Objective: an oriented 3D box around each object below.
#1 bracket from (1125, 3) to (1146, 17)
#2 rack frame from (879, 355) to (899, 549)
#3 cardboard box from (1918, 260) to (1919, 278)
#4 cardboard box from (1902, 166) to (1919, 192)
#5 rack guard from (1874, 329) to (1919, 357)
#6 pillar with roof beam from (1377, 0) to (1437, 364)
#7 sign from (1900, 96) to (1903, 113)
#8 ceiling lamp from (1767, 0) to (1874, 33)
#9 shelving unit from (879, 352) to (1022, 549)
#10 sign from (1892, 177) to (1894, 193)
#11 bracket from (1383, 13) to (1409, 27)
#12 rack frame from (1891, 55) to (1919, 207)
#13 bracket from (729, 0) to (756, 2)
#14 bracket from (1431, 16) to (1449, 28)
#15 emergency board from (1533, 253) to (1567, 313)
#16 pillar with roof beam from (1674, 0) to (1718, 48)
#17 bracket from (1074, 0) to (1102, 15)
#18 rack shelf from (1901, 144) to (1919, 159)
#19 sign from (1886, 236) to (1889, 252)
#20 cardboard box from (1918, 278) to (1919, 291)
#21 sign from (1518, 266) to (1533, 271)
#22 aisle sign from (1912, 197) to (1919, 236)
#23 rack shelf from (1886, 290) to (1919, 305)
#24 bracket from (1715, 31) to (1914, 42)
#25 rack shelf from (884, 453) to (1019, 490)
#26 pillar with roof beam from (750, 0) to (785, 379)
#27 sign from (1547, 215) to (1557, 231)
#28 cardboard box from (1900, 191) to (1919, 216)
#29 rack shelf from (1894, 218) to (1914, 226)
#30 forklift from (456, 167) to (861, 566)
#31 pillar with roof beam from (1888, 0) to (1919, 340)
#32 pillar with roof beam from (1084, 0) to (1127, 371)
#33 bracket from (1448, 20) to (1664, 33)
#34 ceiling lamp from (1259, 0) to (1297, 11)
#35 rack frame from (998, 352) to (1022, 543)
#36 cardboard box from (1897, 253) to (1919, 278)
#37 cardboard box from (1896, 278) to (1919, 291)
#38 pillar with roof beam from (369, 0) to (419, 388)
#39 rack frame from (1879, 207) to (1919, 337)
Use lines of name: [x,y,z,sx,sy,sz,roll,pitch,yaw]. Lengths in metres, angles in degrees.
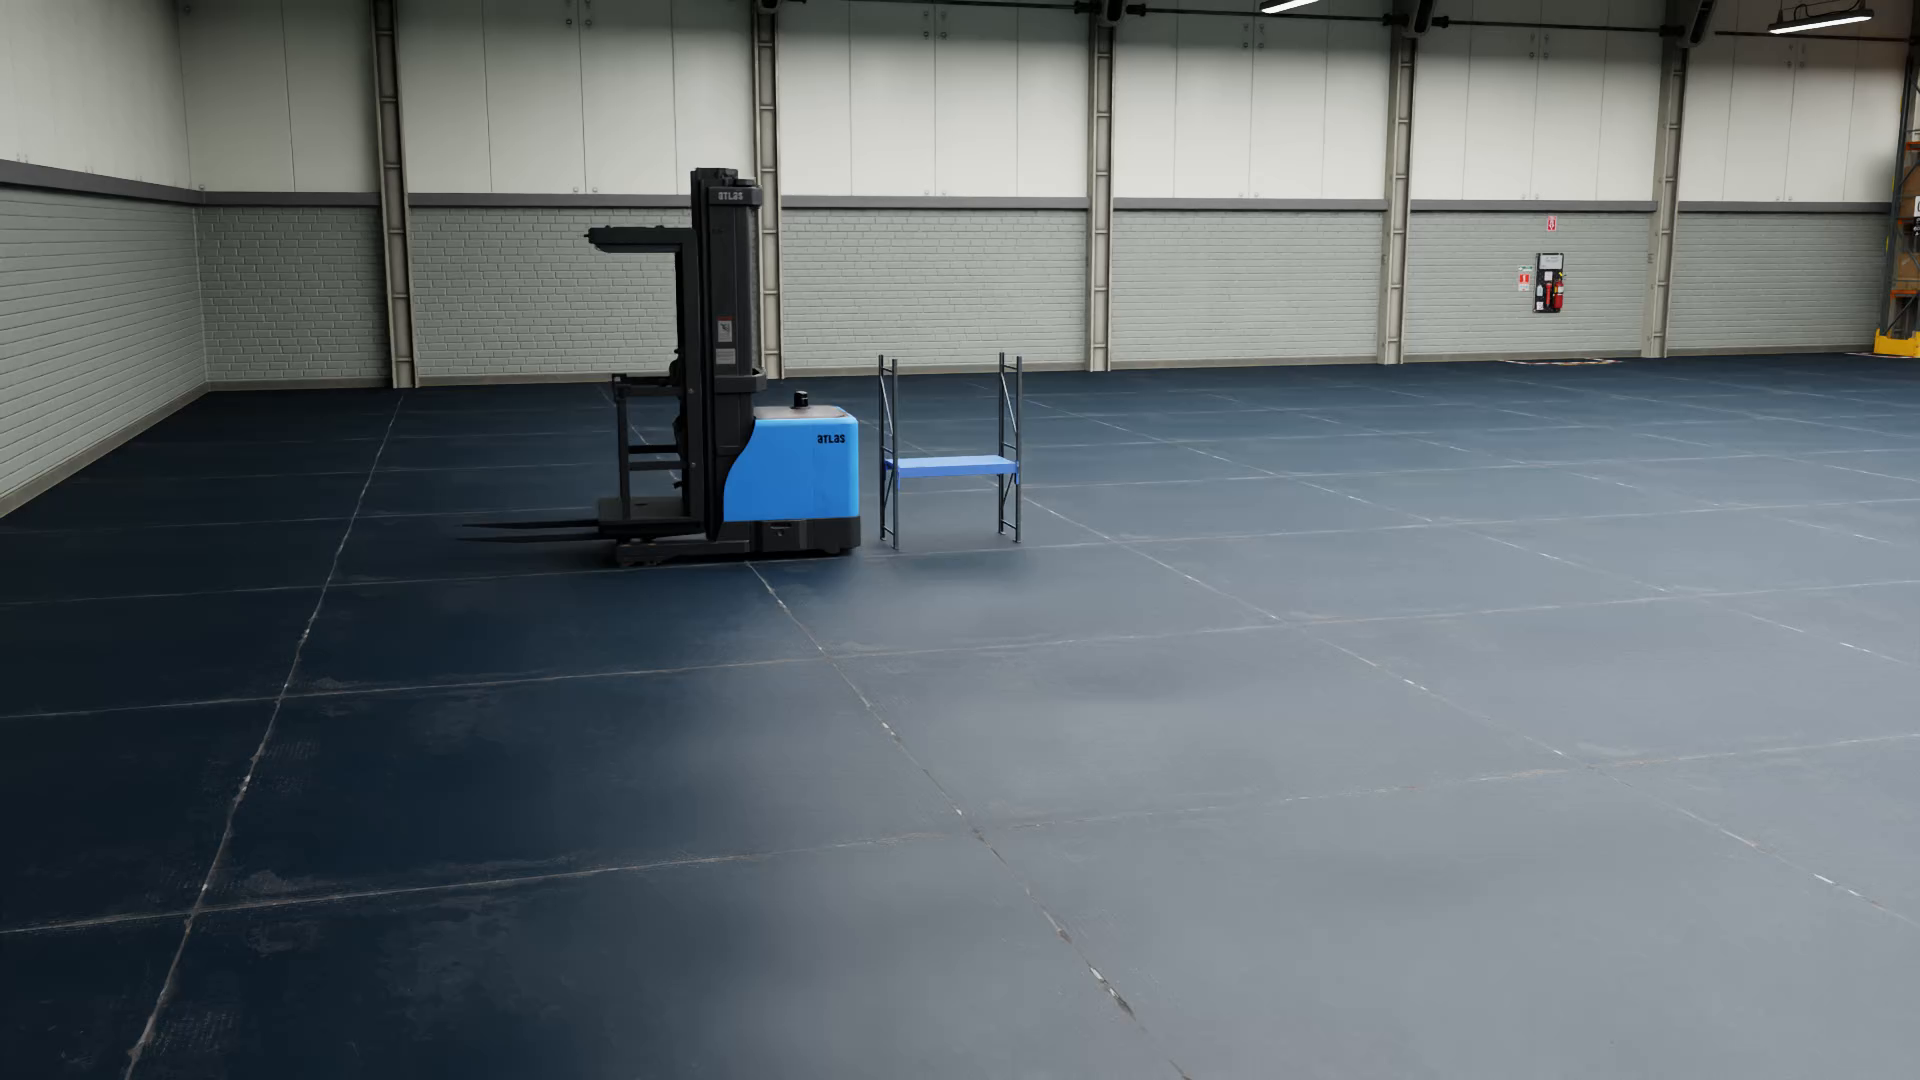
bracket: [3.006,-9.250,28.997,0.430,0.232,0.235,-3,11,-16]
rack frame: [-0.570,-0.708,13.247,0.032,1.500,0.500,-3,11,-16]
cardboard box: [19.903,-5.572,33.818,0.500,0.500,0.500,-3,11,-16]
cardboard box: [19.702,-7.389,34.019,0.500,0.500,0.500,-3,11,-13]
rack guard: [19.434,-4.070,34.273,0.348,0.500,1.175,-3,11,-16]
pillar with roof beam: [9.473,-7.076,27.129,0.548,9.000,9.100,-3,11,-16]
sign: [19.225,-8.881,33.914,0.005,0.325,0.100,-3,11,-16]
ceiling lamp: [14.000,-10.062,27.225,0.800,3.185,2.000,-3,11,-16]
shelving unit: [-0.082,-0.733,13.387,1.048,1.500,0.538,-3,11,-16]
sign: [19.225,-7.304,34.204,0.005,0.325,0.100,-3,11,-16]
bracket: [7.970,-9.512,30.418,0.430,0.232,0.235,-3,11,-16]
rack frame: [19.361,-8.246,33.483,0.127,3.000,1.000,-3,11,-16]
bracket: [-3.551,-8.905,27.120,0.430,0.232,0.235,-3,11,-16]
bracket: [8.767,-9.554,30.647,0.430,0.232,0.235,-3,11,-16]
emergency board: [11.647,-5.059,32.743,0.643,1.169,0.194,-3,11,-16]
pillar with roof beam: [15.287,-10.303,28.053,0.548,2.987,8.718,-3,11,-16]
bracket: [2.209,-9.208,28.769,0.430,0.232,0.235,-3,11,-16]
rack shelf: [21.281,-7.992,34.098,4.000,0.370,1.077,-3,11,-16]
sign: [19.225,-6.118,34.422,0.005,0.325,0.100,-3,11,-16]
cardboard box: [19.918,-5.201,33.872,0.500,0.250,0.500,-3,11,-18]
sign: [11.094,-5.326,32.630,0.331,0.109,0.001,-3,11,-16]
aisle sign: [19.376,-6.518,33.488,0.004,0.787,0.394,-3,11,-16]
rack shelf: [21.281,-5.043,34.641,4.000,0.370,1.077,-3,11,-16]
bracket: [17.002,-9.988,33.004,4.783,0.066,0.076,-3,11,-16]
rack shelf: [-0.082,-0.556,13.420,1.000,0.185,0.538,-3,11,-16]
pillar with roof beam: [-2.049,-6.469,23.830,0.548,9.000,9.100,-3,11,-16]
sign: [11.611,-6.216,32.625,0.199,0.298,0.001,-3,11,-16]
cardboard box: [19.691,-6.895,34.098,0.500,0.500,0.500,-2,11,-12]
rack shelf: [21.281,-6.518,34.370,4.000,0.370,1.077,-3,11,-16]
forklift: [-2.341,-1.348,12.772,3.031,2.935,1.130,-2,11,-12]
pillar with roof beam: [20.995,-7.683,30.427,0.548,9.000,9.100,-3,11,-16]
pillar with roof beam: [3.712,-6.772,25.479,0.548,9.000,9.100,-3,11,-16]
bracket: [11.241,-9.684,31.355,4.783,0.066,0.076,-3,11,-16]
ceiling lamp: [4.830,-9.599,24.596,0.800,3.144,2.000,-3,11,-16]
rack frame: [0.406,-0.759,13.527,0.032,1.500,0.500,-3,11,-16]
cardboard box: [19.754,-5.661,34.300,0.500,0.500,0.500,-3,11,-17]
cardboard box: [19.756,-5.289,34.350,0.500,0.250,0.500,-3,11,-15]
pillar with roof beam: [-7.810,-6.165,22.181,0.548,9.000,9.100,-3,11,-16]
rack frame: [19.361,-5.295,34.026,0.127,3.000,1.000,-3,11,-16]
